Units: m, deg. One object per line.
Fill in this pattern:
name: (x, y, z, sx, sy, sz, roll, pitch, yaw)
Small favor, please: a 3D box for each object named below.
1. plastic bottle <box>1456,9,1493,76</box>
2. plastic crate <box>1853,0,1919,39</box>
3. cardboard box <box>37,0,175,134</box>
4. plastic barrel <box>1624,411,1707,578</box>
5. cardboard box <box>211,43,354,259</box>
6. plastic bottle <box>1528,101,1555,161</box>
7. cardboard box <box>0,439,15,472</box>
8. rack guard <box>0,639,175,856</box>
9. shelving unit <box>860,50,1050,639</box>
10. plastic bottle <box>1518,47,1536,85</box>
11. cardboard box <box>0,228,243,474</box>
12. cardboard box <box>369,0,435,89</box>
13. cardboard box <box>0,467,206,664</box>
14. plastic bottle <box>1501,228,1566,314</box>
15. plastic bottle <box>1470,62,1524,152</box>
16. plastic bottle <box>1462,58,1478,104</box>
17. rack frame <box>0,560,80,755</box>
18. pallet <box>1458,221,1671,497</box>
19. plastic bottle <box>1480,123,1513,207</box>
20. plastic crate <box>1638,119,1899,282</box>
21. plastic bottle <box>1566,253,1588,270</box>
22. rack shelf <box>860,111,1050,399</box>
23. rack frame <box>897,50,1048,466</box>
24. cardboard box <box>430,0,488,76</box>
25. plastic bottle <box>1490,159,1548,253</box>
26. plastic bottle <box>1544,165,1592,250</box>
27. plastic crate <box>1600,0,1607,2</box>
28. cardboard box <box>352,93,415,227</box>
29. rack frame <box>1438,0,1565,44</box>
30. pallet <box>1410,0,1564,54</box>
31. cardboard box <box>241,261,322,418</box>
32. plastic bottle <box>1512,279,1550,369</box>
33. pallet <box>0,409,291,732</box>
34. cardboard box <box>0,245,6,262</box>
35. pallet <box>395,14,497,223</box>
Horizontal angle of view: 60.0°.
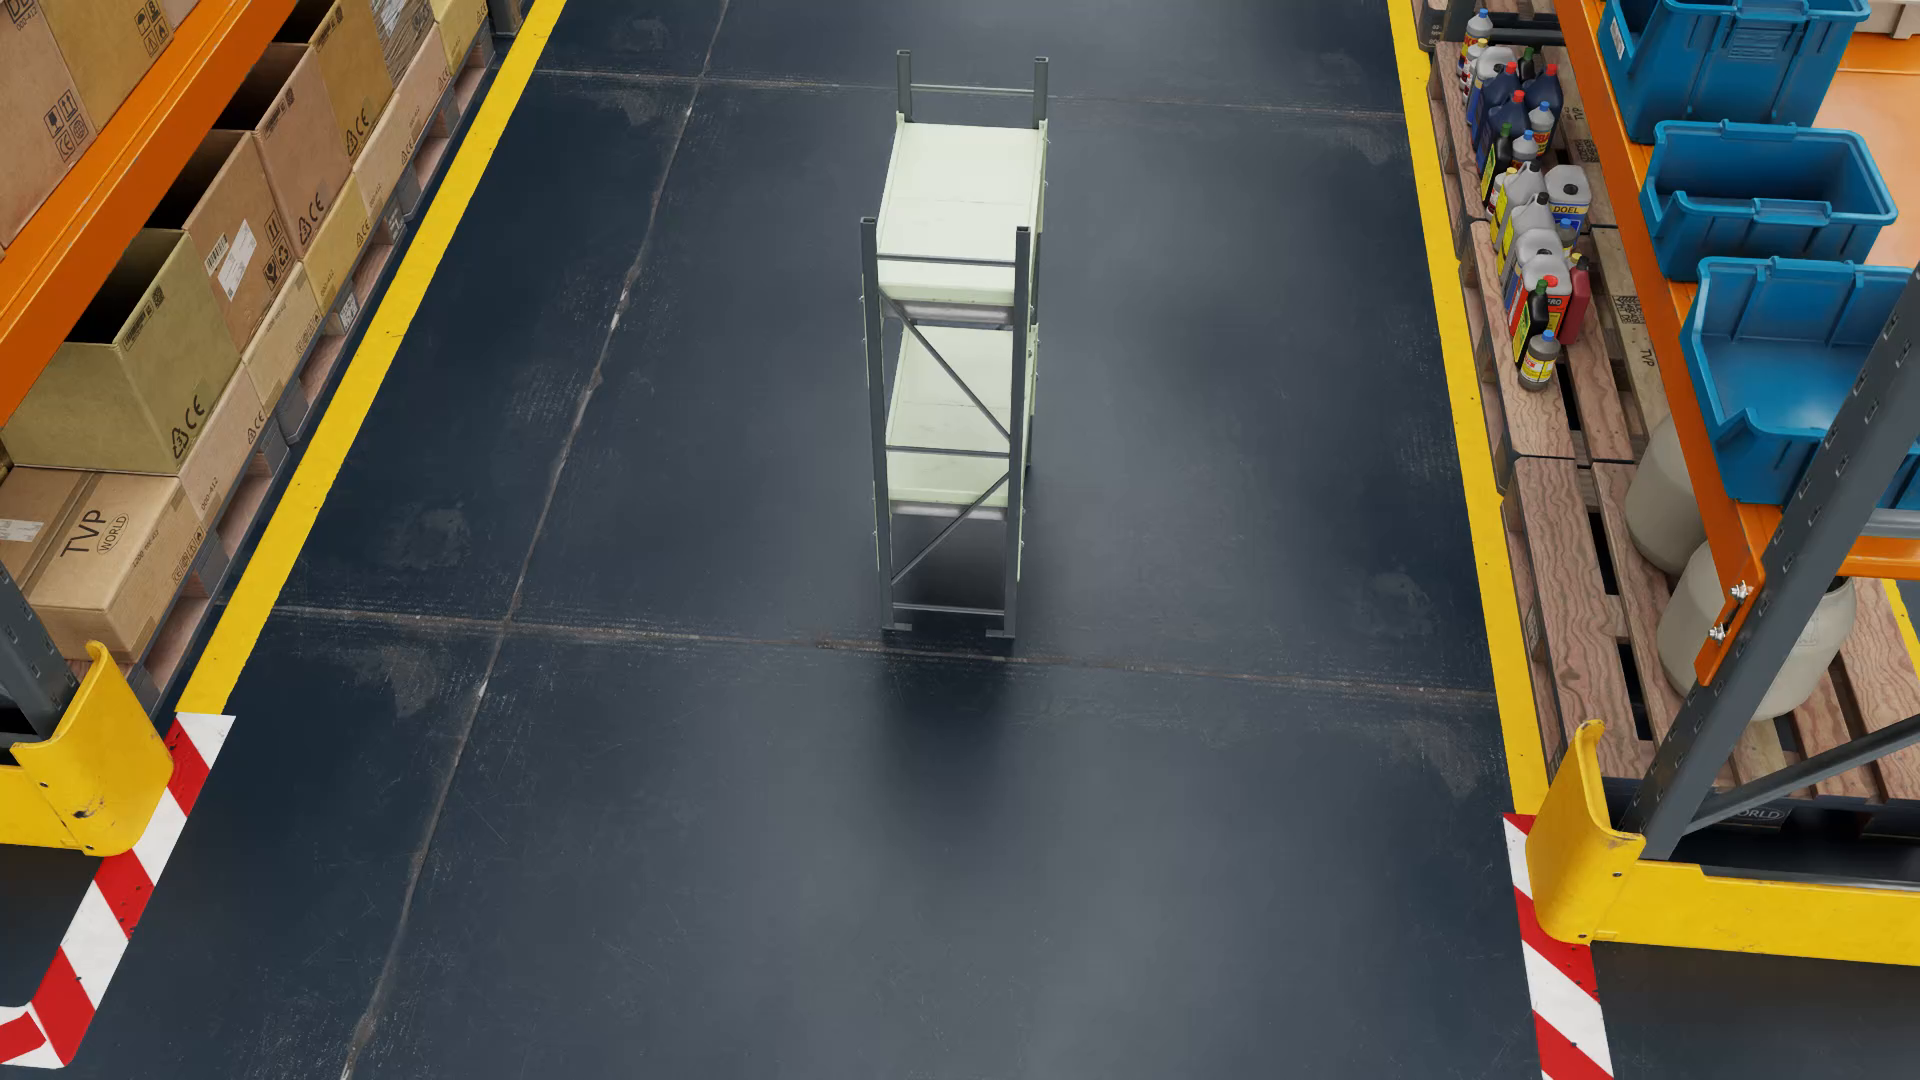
plastic bottle: (2.038, -1.967, 6.567, 0.097, 0.271, 0.097, 0, 48, 0)
plastic crate: (2.608, -1.645, 4.901, 0.530, 0.136, 0.437, 4, 48, 4)
cardboard box: (-2.644, -1.467, 4.492, 0.700, 0.500, 0.500, 4, 48, 4)
plastic barrel: (2.168, -0.164, 4.769, 0.421, 0.512, 0.421, 0, 48, 0)
cardboard box: (-2.384, -1.289, 5.467, 0.500, 0.500, 0.500, 4, 48, 4)
plastic bottle: (2.124, -1.492, 6.133, 0.097, 0.271, 0.097, 0, 48, 0)
cardboard box: (-3.005, -0.337, 5.104, 0.500, 0.250, 0.500, 4, 48, 4)
rack guard: (-2.796, 0.520, 4.435, 1.175, 0.500, 0.348, 4, 48, 4)
shelving unit: (-0.001, -0.501, 4.692, 0.431, 1.500, 0.755, 4, 48, 4)
plastic bottle: (2.142, -1.725, 6.338, 0.061, 0.283, 0.133, 4, 48, 4)
cardboard box: (-2.480, -0.554, 4.795, 0.500, 0.500, 0.500, 4, 48, 4)
cardboard box: (-2.311, -2.025, 6.140, 0.500, 0.500, 0.500, 4, 48, 4)
cardboard box: (-2.523, 0.066, 4.735, 0.500, 0.250, 0.500, 4, 48, 4)
plastic bottle: (1.932, -0.899, 5.587, 0.152, 0.276, 0.135, 3, 48, 2)
plastic bottle: (2.017, -1.634, 6.208, 0.144, 0.351, 0.185, 5, 48, 5)
plastic bottle: (2.019, -1.794, 6.457, 0.097, 0.201, 0.097, 0, 48, 0)
rack frame: (-2.794, -0.341, 3.529, 1.000, 3.000, 0.127, 4, 48, 4)
pallet: (2.292, -0.614, 5.668, 1.003, 0.211, 1.213, 4, 48, 4)
plastic bottle: (1.943, -1.354, 5.998, 0.061, 0.283, 0.133, 6, 48, 5)
plastic crate: (1.951, -0.820, 4.068, 0.499, 0.251, 0.408, 4, 48, 4)
plastic bottle: (2.058, -0.879, 5.619, 0.097, 0.201, 0.097, 0, 48, 0)
rack shelf: (-0.001, -0.765, 4.404, 0.431, 0.370, 0.720, 4, 48, 4)
rack frame: (0.033, -0.770, 4.938, 0.400, 1.500, 0.023, 4, 48, 4)
cardboard box: (-2.254, -2.138, 6.752, 0.500, 0.250, 0.500, 4, 48, 4)
plastic bottle: (1.961, -1.182, 5.796, 0.144, 0.351, 0.185, 4, 48, 3)
plastic bottle: (2.110, -1.166, 5.831, 0.152, 0.276, 0.135, 4, 48, 4)
plastic crate: (2.099, -1.894, 5.093, 0.450, 0.188, 0.662, 4, 48, 4)
cardboard box: (-2.340, -1.403, 6.080, 0.500, 0.250, 0.500, 4, 48, 4)
rack frame: (2.503, -2.944, 5.910, 1.000, 3.000, 0.127, 4, 48, 4)
pallet: (2.536, -2.583, 7.469, 1.003, 0.211, 1.213, 4, 48, 4)
cardboard box: (-2.435, -0.669, 5.408, 0.500, 0.250, 0.500, 4, 48, 4)
plastic bottle: (1.862, -0.703, 5.403, 0.061, 0.283, 0.133, 5, 48, 4)
pallet: (-2.766, 0.035, 5.074, 1.003, 0.211, 1.213, 4, 48, 4)
cardboard box: (-2.738, -0.717, 3.805, 0.700, 0.500, 0.500, 4, 48, 4)
pallet: (-2.543, -1.758, 6.714, 1.003, 0.211, 1.213, 4, 48, 4)
